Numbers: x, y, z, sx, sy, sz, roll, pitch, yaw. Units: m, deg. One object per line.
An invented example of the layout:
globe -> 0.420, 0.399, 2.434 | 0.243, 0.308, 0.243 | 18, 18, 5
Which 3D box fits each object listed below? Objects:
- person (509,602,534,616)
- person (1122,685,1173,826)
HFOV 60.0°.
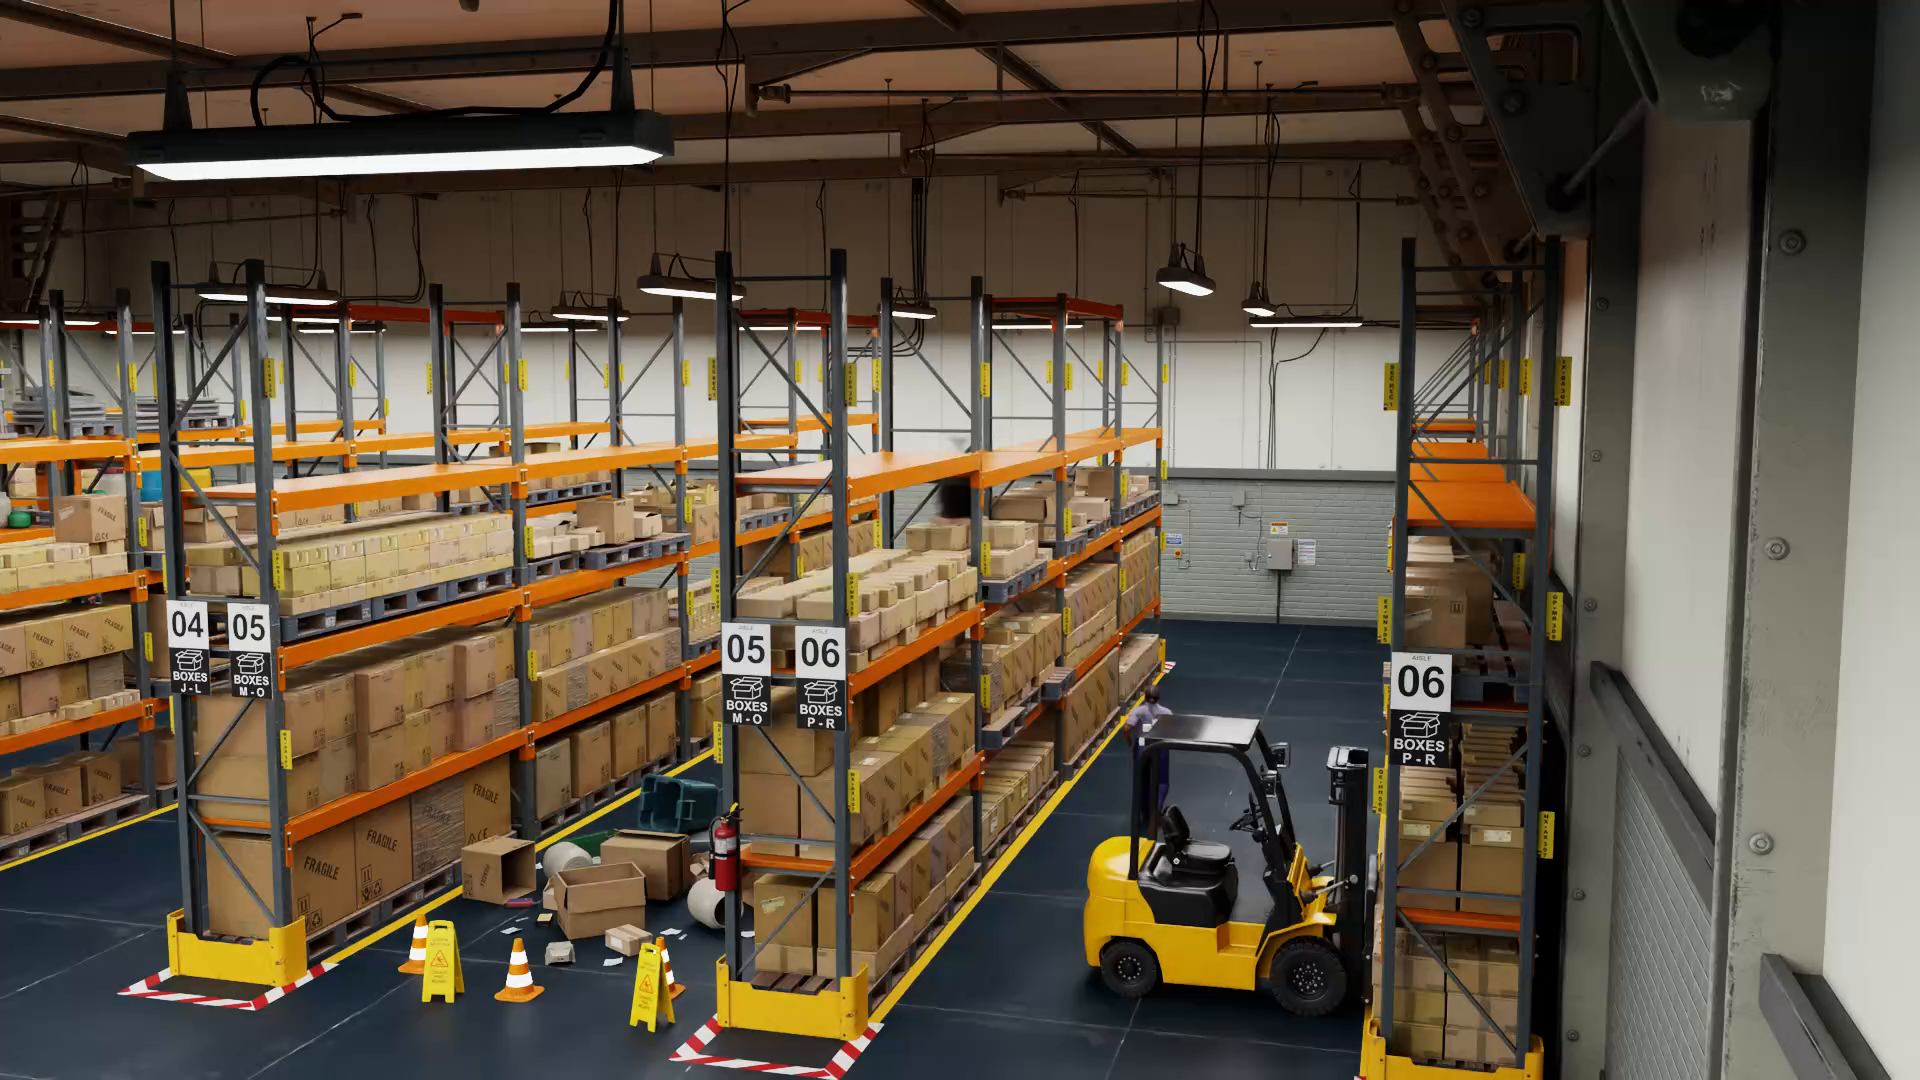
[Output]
person -> -6.550, 1.657, 24.931 | 0.691, 1.789, 0.722 | 1, 6, 7
person -> 2.132, 2.400, 18.538 | 0.609, 1.609, 0.861 | 1, 6, 13
